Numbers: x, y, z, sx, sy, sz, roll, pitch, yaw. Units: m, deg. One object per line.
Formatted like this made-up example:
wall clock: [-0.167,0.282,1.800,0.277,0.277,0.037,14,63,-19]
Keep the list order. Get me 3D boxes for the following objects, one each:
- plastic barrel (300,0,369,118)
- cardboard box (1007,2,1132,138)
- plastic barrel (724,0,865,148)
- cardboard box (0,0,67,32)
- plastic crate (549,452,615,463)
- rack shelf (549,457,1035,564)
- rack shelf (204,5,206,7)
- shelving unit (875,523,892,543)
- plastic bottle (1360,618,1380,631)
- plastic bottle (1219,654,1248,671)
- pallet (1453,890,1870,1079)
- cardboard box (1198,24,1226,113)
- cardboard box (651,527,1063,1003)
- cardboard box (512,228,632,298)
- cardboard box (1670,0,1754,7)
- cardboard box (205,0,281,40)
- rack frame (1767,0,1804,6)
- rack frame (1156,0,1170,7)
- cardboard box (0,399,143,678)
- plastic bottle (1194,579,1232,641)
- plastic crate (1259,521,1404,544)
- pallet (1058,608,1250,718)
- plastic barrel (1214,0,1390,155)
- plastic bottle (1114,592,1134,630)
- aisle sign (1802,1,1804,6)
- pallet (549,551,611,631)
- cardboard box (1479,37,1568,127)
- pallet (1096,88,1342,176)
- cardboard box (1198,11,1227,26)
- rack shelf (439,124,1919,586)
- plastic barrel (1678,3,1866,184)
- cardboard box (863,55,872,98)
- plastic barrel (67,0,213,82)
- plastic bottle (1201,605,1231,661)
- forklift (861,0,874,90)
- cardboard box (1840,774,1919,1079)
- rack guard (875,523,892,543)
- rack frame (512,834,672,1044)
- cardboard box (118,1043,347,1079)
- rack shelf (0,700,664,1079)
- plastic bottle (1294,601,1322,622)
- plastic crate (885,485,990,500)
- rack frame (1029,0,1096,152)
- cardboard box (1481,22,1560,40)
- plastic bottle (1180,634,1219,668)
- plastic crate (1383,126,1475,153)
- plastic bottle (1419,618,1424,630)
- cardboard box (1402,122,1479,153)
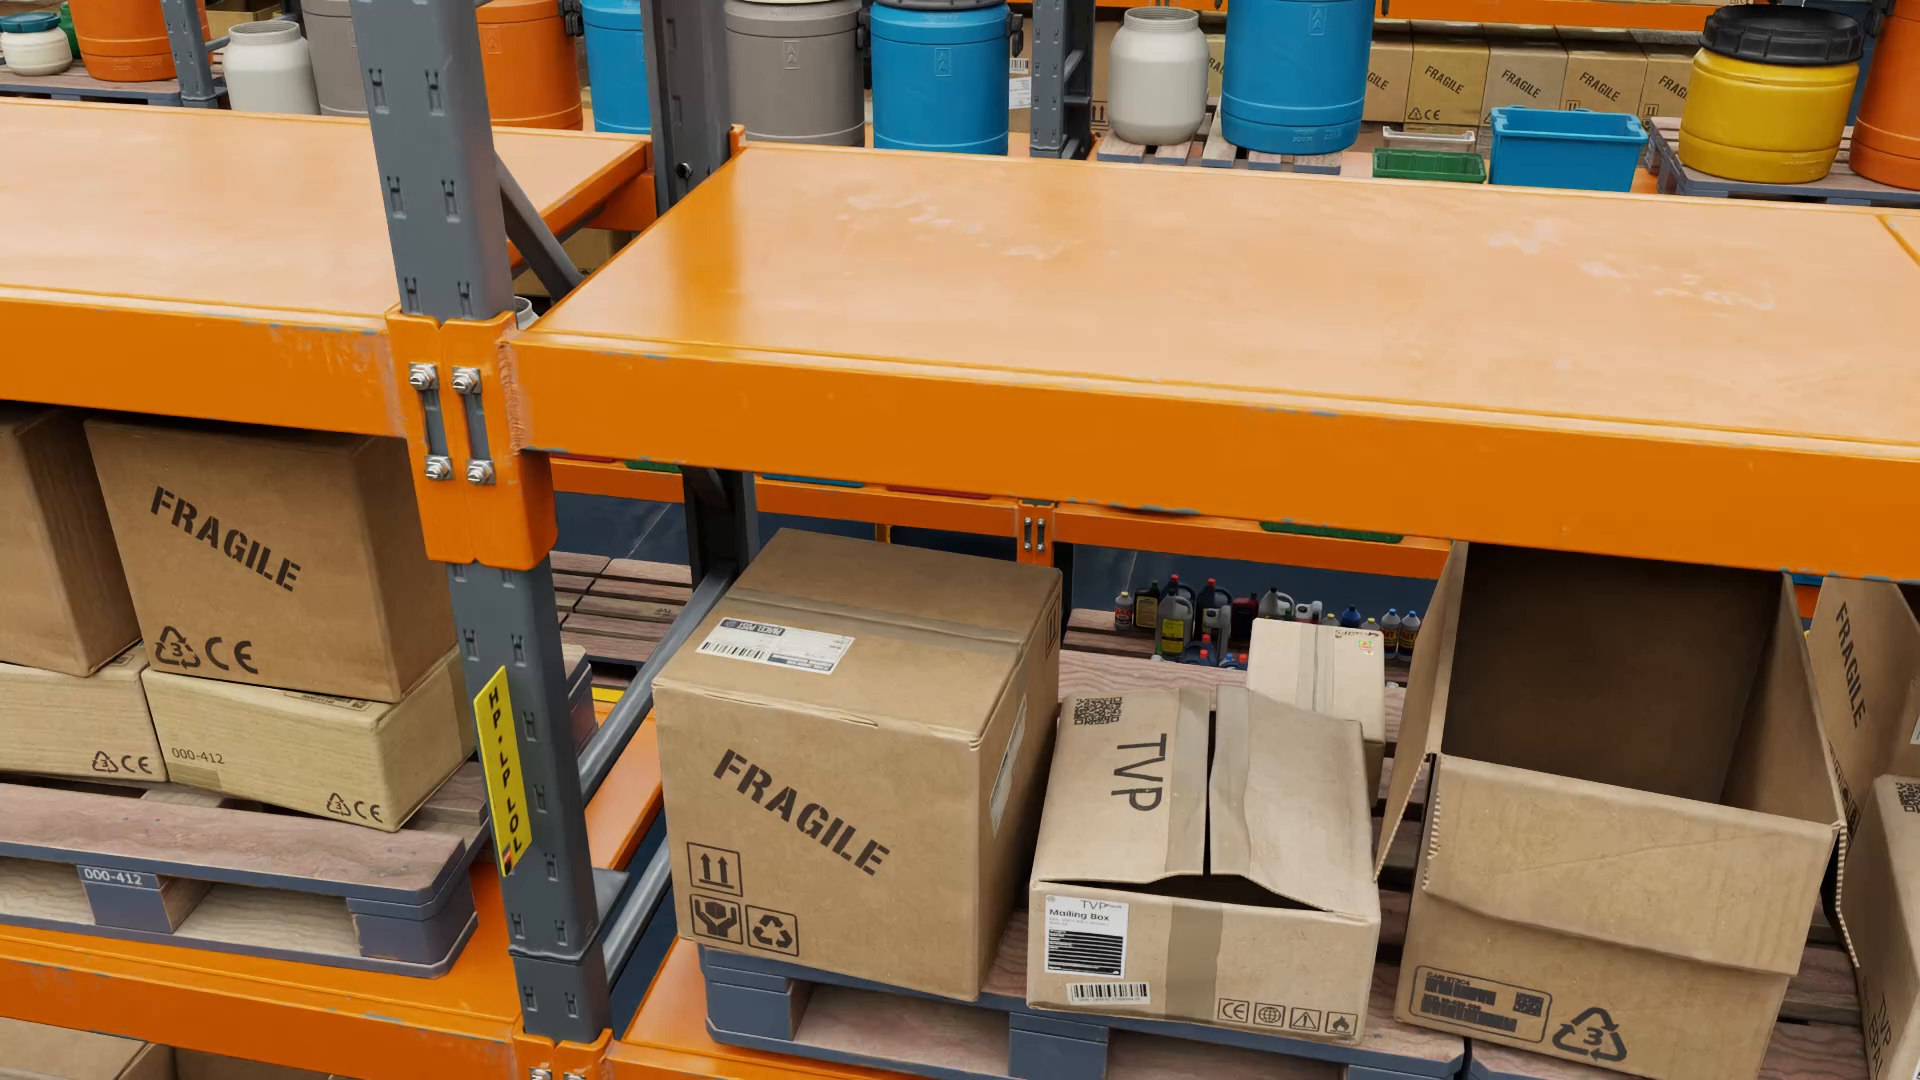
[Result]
plastic barrel: [-2.696,-2.304,7.690,0.600,0.901,0.600,0,29,0]
cardboard box: [0.745,-3.471,12.404,1.000,1.000,1.000,6,29,11]
plastic barrel: [-0.724,-2.102,7.321,0.600,0.901,0.600,0,29,0]
cardboard box: [-7.736,-4.345,14.128,0.500,0.500,0.500,5,29,9]
plastic crate: [-1.937,-0.675,8.293,0.583,0.464,0.402,6,29,11]
rack shelf: [-1.498,-0.437,8.674,4.000,0.370,1.077,6,29,11]
rack shelf: [-7.152,-5.884,18.624,4.000,0.370,1.077,6,29,11]
shelving unit: [0.075,-0.650,9.876,1.083,1.500,0.587,6,29,11]
plastic bottle: [2.132,0.501,8.667,0.097,0.201,0.097,0,29,0]
plastic bottle: [1.346,0.712,8.127,0.185,0.351,0.144,5,29,8]
pallet: [1.449,0.694,2.828,1.213,0.211,1.003,6,29,11]
cardboard box: [1.879,-3.326,11.747,0.500,0.500,0.500,6,29,11]
cardboard box: [-0.142,0.343,2.689,0.500,0.500,0.500,8,30,15]
cardboard box: [-3.090,-2.610,13.670,0.875,0.875,1.225,5,29,8]
cardboard box: [4.880,-3.656,10.837,0.500,0.250,0.500,7,29,12]
cardboard box: [-5.705,-4.104,13.474,0.637,0.503,0.797,5,29,9]
rack frame: [5.404,-2.477,11.651,0.127,3.000,1.000,6,29,11]
rack frame: [1.492,-2.878,12.383,0.127,3.000,1.000,6,29,11]
cardboard box: [-1.737,-0.116,3.152,0.500,0.500,0.500,9,30,15]
plastic bottle: [1.336,0.365,8.759,0.185,0.351,0.144,4,29,8]
plastic crate: [1.727,-0.190,7.695,0.662,0.188,0.450,6,29,11]
pallet: [1.106,0.758,8.645,1.213,0.211,1.003,6,29,11]
plastic barrel: [1.409,-2.122,6.919,0.708,0.901,0.600,6,29,11]
plastic bottle: [0.878,0.373,8.902,0.097,0.201,0.097,0,29,0]
aisle sign: [5.402,-3.470,10.758,0.004,0.787,0.394,6,29,11]
pallet: [-2.704,0.366,9.362,1.213,0.211,1.003,6,29,11]
cardboard box: [3.836,-3.128,11.384,0.500,0.500,0.500,6,29,11]
pallet: [1.184,-1.758,7.411,1.003,0.211,1.213,6,29,11]
cardboard box: [1.990,-3.575,12.201,0.500,0.500,0.500,6,29,11]
rack shelf: [1.376,-0.166,2.348,4.000,0.370,1.077,6,29,11]
plastic barrel: [3.229,-1.788,6.635,0.600,0.588,0.600,0,29,0]
cardboard box: [-0.708,-4.692,17.603,0.750,0.750,1.050,5,29,10]
plastic barrel: [-4.008,-2.700,8.049,0.708,0.830,0.600,6,29,11]
plastic bottle: [1.330,0.470,8.645,0.135,0.276,0.152,6,29,11]
forklift: [-0.752,-2.362,11.513,1.130,2.935,3.031,-9,30,-16]
cardboard box: [1.607,0.605,2.407,0.500,0.311,0.500,9,30,17]
rack guard: [-0.412,-0.152,10.267,0.087,0.250,0.587,6,29,11]
rack frame: [-0.580,1.774,3.886,0.127,3.000,1.000,6,29,11]
cardboard box: [-1.843,1.593,4.113,0.500,0.500,0.500,8,30,14]
rack shelf: [-2.536,0.573,3.705,4.000,0.370,1.077,6,29,11]
plastic bottle: [1.810,0.449,8.685,0.135,0.276,0.152,6,29,11]
plastic crate: [-0.079,-0.485,7.945,0.583,0.464,0.402,6,29,11]
rack frame: [0.458,-3.183,6.694,0.127,3.000,1.000,6,29,11]
cardboard box: [3.947,-3.376,11.838,0.500,0.500,0.500,6,29,11]
plastic bottle: [1.191,0.625,8.285,0.185,0.351,0.144,6,29,11]
plastic crate: [2.112,-1.781,7.530,0.396,0.136,0.243,6,29,11]
plastic bottle: [2.444,0.488,8.605,0.133,0.283,0.061,6,29,11]
cardboard box: [3.392,-2.839,11.898,0.500,0.500,0.875,6,29,11]
